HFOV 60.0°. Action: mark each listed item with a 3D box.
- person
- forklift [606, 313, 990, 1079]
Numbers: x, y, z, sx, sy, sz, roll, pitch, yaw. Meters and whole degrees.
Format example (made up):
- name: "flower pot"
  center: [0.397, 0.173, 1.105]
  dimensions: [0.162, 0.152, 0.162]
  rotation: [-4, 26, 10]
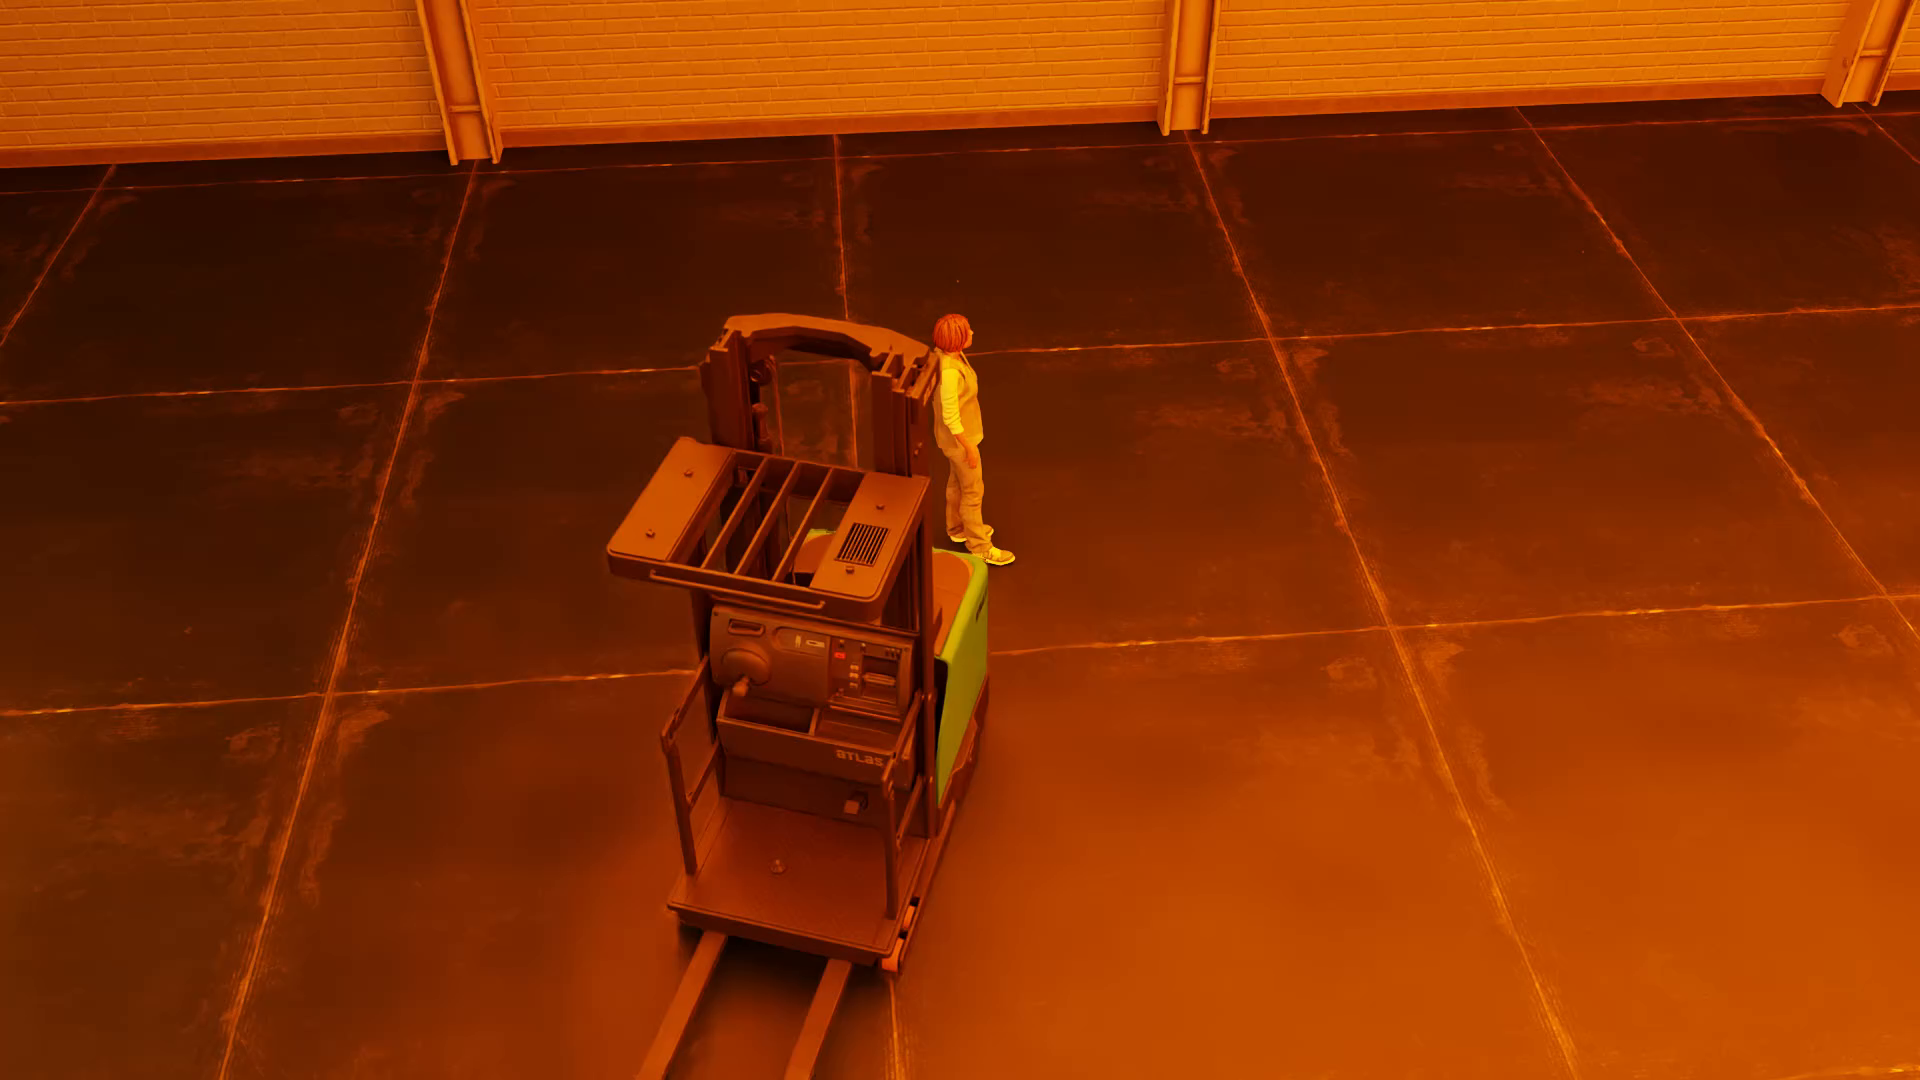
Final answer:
- name: "person"
  center: [0.074, -0.608, 9.663]
  dimensions: [0.475, 1.597, 0.520]
  rotation: [-3, 41, -4]
- name: "forklift"
  center: [-0.716, 0.631, 7.200]
  dimensions: [1.130, 2.935, 3.031]
  rotation: [10, 42, 11]
